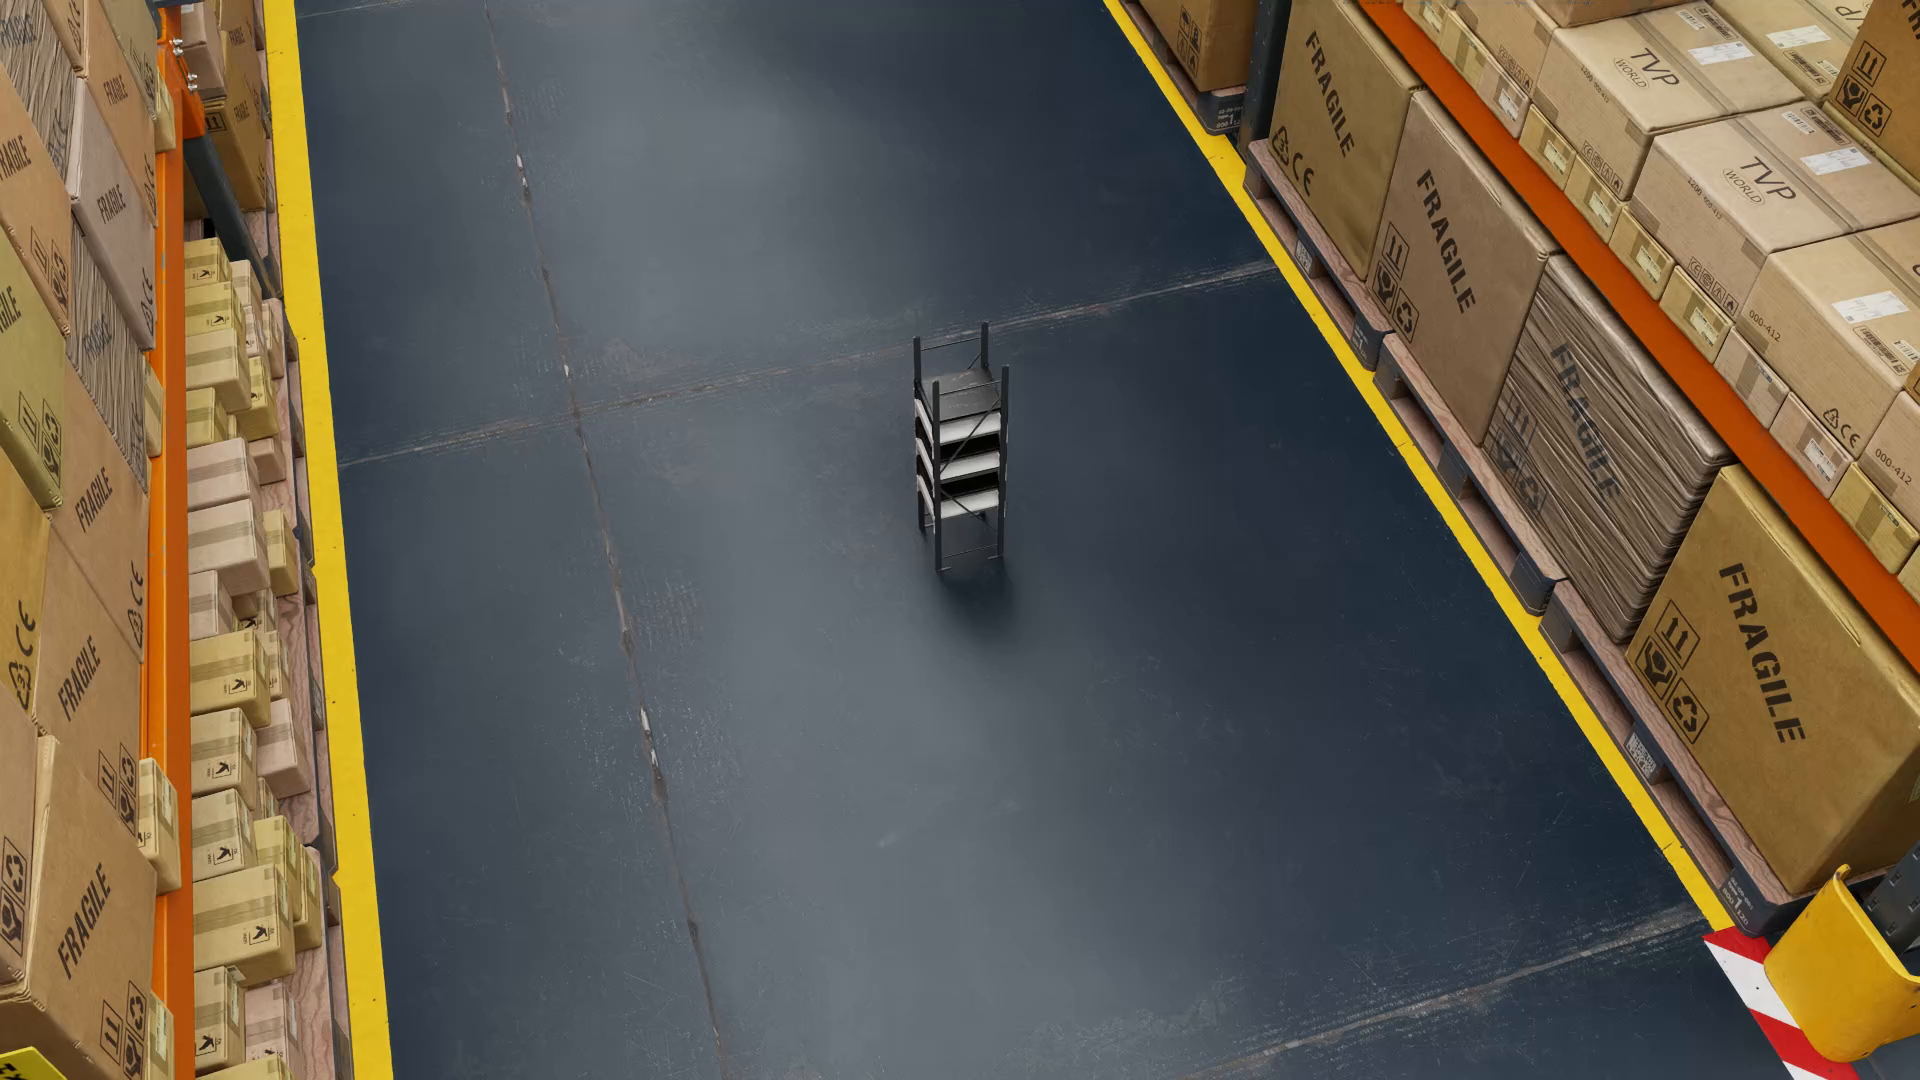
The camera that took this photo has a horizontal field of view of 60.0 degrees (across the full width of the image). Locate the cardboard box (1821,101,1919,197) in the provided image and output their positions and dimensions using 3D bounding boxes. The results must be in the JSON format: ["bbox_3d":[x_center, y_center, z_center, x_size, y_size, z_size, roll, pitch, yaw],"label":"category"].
[{"bbox_3d":[2.678,-1.004,4.538,0.500,0.250,0.500,-15,51,-12],"label":"cardboard box"}]

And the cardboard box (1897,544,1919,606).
[{"bbox_3d":[2.447,0.096,3.871,0.380,0.149,0.250,-12,51,-10],"label":"cardboard box"}]

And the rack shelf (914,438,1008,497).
[{"bbox_3d":[0.002,-0.263,5.426,0.258,0.077,0.200,-13,51,-11],"label":"rack shelf"}]

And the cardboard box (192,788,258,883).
[{"bbox_3d":[-2.032,0.831,4.288,0.380,0.149,0.250,-16,52,-13],"label":"cardboard box"}]

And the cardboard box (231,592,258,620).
[{"bbox_3d":[-2.364,0.147,5.060,0.380,0.149,0.250,-16,52,-13],"label":"cardboard box"}]

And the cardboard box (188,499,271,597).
[{"bbox_3d":[-2.274,0.056,4.942,0.380,0.149,0.250,-15,51,-12],"label":"cardboard box"}]

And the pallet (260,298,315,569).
[{"bbox_3d":[-2.851,-0.292,5.858,1.003,0.211,1.213,-13,51,-11],"label":"pallet"}]

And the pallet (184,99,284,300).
[{"bbox_3d":[-3.315,-1.342,6.744,1.003,0.211,1.213,-13,51,-11],"label":"pallet"}]

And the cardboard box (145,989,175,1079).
[{"bbox_3d":[-1.683,1.019,3.094,0.380,0.149,0.250,-14,51,-11],"label":"cardboard box"}]

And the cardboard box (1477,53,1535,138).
[{"bbox_3d":[1.838,-1.402,5.134,0.380,0.149,0.250,-13,51,-11],"label":"cardboard box"}]

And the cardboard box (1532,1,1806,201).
[{"bbox_3d":[2.012,-1.262,4.756,0.500,0.250,0.500,-13,51,-11],"label":"cardboard box"}]

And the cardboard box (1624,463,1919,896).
[{"bbox_3d":[2.602,0.301,4.649,0.875,0.875,0.875,-13,51,-11],"label":"cardboard box"}]

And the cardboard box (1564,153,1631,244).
[{"bbox_3d":[1.996,-1.020,4.813,0.380,0.149,0.250,-12,51,-10],"label":"cardboard box"}]

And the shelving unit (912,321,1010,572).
[{"bbox_3d":[0.002,-0.284,5.401,0.258,0.900,0.210,-13,51,-11],"label":"shelving unit"}]

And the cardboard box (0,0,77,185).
[{"bbox_3d":[-2.390,-1.088,3.791,0.500,0.500,0.500,-12,51,-10],"label":"cardboard box"}]

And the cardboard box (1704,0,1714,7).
[{"bbox_3d":[2.372,-1.755,5.171,0.500,0.250,0.500,-12,51,-10],"label":"cardboard box"}]

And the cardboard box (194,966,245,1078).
[{"bbox_3d":[-1.928,1.207,3.972,0.380,0.149,0.250,-12,51,-10],"label":"cardboard box"}]

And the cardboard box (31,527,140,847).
[{"bbox_3d":[-1.952,0.345,3.237,0.500,0.500,0.500,-13,51,-11],"label":"cardboard box"}]

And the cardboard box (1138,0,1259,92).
[{"bbox_3d":[1.476,-2.634,7.124,1.225,0.875,0.875,-13,51,-11],"label":"cardboard box"}]

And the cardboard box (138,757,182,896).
[{"bbox_3d":[-1.827,0.634,3.418,0.380,0.149,0.250,-15,51,-12],"label":"cardboard box"}]

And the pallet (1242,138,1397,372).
[{"bbox_3d":[1.835,-1.249,6.665,1.003,0.211,1.213,-13,51,-11],"label":"pallet"}]

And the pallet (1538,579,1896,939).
[{"bbox_3d":[2.556,0.533,5.162,1.003,0.211,1.213,-13,51,-11],"label":"pallet"}]

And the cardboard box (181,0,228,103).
[{"bbox_3d":[-3.050,-1.844,6.212,0.500,0.250,0.500,-15,52,-13],"label":"cardboard box"}]

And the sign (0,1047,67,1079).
[{"bbox_3d":[-1.382,0.847,2.508,0.100,0.325,0.005,-13,51,-11],"label":"sign"}]

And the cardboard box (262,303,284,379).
[{"bbox_3d":[-2.642,-0.680,5.951,0.380,0.149,0.250,-13,51,-11],"label":"cardboard box"}]

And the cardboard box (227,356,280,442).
[{"bbox_3d":[-2.499,-0.441,5.555,0.380,0.149,0.250,-15,51,-12],"label":"cardboard box"}]

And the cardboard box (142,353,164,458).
[{"bbox_3d":[-2.244,-0.311,4.214,0.380,0.149,0.250,-12,51,-10],"label":"cardboard box"}]

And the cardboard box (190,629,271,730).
[{"bbox_3d":[-2.139,0.424,4.631,0.380,0.149,0.250,-13,51,-10],"label":"cardboard box"}]

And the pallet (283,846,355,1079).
[{"bbox_3d":[-2.130,1.490,4.355,1.003,0.211,1.213,-13,51,-11],"label":"pallet"}]

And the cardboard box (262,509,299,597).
[{"bbox_3d":[-2.336,0.076,5.314,0.380,0.149,0.250,-13,51,-11],"label":"cardboard box"}]

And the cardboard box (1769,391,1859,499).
[{"bbox_3d":[2.295,-0.278,4.187,0.380,0.149,0.250,-13,51,-11],"label":"cardboard box"}]

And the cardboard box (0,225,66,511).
[{"bbox_3d":[-2.068,-0.342,3.162,0.500,0.500,0.500,-14,51,-12],"label":"cardboard box"}]

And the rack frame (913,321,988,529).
[{"bbox_3d":[-0.028,-0.358,5.464,0.240,0.900,0.006,-13,51,-11],"label":"rack frame"}]

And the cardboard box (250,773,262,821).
[{"bbox_3d":[-2.136,0.740,4.560,0.380,0.149,0.250,-16,52,-13],"label":"cardboard box"}]

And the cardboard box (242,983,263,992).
[{"bbox_3d":[-1.994,1.124,4.236,0.380,0.149,0.250,-13,51,-11],"label":"cardboard box"}]

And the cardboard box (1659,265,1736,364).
[{"bbox_3d":[2.144,-0.649,4.500,0.380,0.149,0.250,-14,51,-12],"label":"cardboard box"}]

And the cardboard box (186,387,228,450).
[{"bbox_3d":[-2.534,-0.315,5.255,0.380,0.149,0.250,-12,51,-10],"label":"cardboard box"}]

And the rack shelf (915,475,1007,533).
[{"bbox_3d":[0.002,-0.147,5.564,0.258,0.077,0.200,-13,51,-11],"label":"rack shelf"}]

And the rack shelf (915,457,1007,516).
[{"bbox_3d":[0.002,-0.205,5.495,0.258,0.077,0.200,-13,51,-11],"label":"rack shelf"}]

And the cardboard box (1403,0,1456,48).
[{"bbox_3d":[1.690,-1.773,5.447,0.380,0.149,0.250,-15,51,-12],"label":"cardboard box"}]

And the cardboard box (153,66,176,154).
[{"bbox_3d":[-2.595,-1.273,5.025,0.380,0.149,0.250,-15,51,-12],"label":"cardboard box"}]

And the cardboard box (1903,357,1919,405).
[{"bbox_3d":[2.472,-0.385,3.526,0.500,0.500,0.500,-13,51,-11],"label":"cardboard box"}]

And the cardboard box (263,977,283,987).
[{"bbox_3d":[-1.985,1.225,4.346,0.380,0.149,0.250,-13,51,-11],"label":"cardboard box"}]

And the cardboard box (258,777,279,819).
[{"bbox_3d":[-2.123,0.848,4.663,0.380,0.149,0.250,-13,51,-11],"label":"cardboard box"}]

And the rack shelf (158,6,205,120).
[{"bbox_3d":[-3.675,-2.902,6.705,1.077,0.370,4.000,-13,51,-11],"label":"rack shelf"}]

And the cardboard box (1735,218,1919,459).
[{"bbox_3d":[2.321,-0.511,4.123,0.500,0.250,0.500,-14,51,-12],"label":"cardboard box"}]

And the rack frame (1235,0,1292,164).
[{"bbox_3d":[1.684,-2.721,6.082,1.000,3.000,0.127,-13,51,-11],"label":"rack frame"}]

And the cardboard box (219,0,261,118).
[{"bbox_3d":[-3.207,-1.988,6.824,0.500,0.500,0.500,-11,51,-9],"label":"cardboard box"}]

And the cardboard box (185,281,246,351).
[{"bbox_3d":[-2.616,-0.702,5.581,0.380,0.149,0.250,-13,51,-11],"label":"cardboard box"}]

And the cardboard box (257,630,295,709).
[{"bbox_3d":[-2.220,0.450,4.998,0.380,0.149,0.250,-13,51,-11],"label":"cardboard box"}]

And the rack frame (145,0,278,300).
[{"bbox_3d":[-3.084,-1.673,5.198,1.000,3.000,0.127,-13,51,-11],"label":"rack frame"}]

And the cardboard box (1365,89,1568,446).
[{"bbox_3d":[2.069,-1.014,5.758,0.875,0.875,0.875,-13,51,-11],"label":"cardboard box"}]

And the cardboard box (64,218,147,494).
[{"bbox_3d":[-2.242,-0.387,3.854,0.500,0.500,0.500,-15,51,-12],"label":"cardboard box"}]

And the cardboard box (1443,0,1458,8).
[{"bbox_3d":[1.715,-2.001,5.379,0.500,0.250,0.500,-14,51,-11],"label":"cardboard box"}]

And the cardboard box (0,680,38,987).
[{"bbox_3d":[-1.780,0.410,2.528,0.500,0.500,0.500,-14,51,-11],"label":"cardboard box"}]

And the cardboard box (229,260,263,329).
[{"bbox_3d":[-2.687,-0.827,5.881,0.380,0.149,0.250,-12,51,-10],"label":"cardboard box"}]

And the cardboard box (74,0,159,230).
[{"bbox_3d":[-2.518,-1.132,4.483,0.500,0.500,0.500,-15,51,-12],"label":"cardboard box"}]
